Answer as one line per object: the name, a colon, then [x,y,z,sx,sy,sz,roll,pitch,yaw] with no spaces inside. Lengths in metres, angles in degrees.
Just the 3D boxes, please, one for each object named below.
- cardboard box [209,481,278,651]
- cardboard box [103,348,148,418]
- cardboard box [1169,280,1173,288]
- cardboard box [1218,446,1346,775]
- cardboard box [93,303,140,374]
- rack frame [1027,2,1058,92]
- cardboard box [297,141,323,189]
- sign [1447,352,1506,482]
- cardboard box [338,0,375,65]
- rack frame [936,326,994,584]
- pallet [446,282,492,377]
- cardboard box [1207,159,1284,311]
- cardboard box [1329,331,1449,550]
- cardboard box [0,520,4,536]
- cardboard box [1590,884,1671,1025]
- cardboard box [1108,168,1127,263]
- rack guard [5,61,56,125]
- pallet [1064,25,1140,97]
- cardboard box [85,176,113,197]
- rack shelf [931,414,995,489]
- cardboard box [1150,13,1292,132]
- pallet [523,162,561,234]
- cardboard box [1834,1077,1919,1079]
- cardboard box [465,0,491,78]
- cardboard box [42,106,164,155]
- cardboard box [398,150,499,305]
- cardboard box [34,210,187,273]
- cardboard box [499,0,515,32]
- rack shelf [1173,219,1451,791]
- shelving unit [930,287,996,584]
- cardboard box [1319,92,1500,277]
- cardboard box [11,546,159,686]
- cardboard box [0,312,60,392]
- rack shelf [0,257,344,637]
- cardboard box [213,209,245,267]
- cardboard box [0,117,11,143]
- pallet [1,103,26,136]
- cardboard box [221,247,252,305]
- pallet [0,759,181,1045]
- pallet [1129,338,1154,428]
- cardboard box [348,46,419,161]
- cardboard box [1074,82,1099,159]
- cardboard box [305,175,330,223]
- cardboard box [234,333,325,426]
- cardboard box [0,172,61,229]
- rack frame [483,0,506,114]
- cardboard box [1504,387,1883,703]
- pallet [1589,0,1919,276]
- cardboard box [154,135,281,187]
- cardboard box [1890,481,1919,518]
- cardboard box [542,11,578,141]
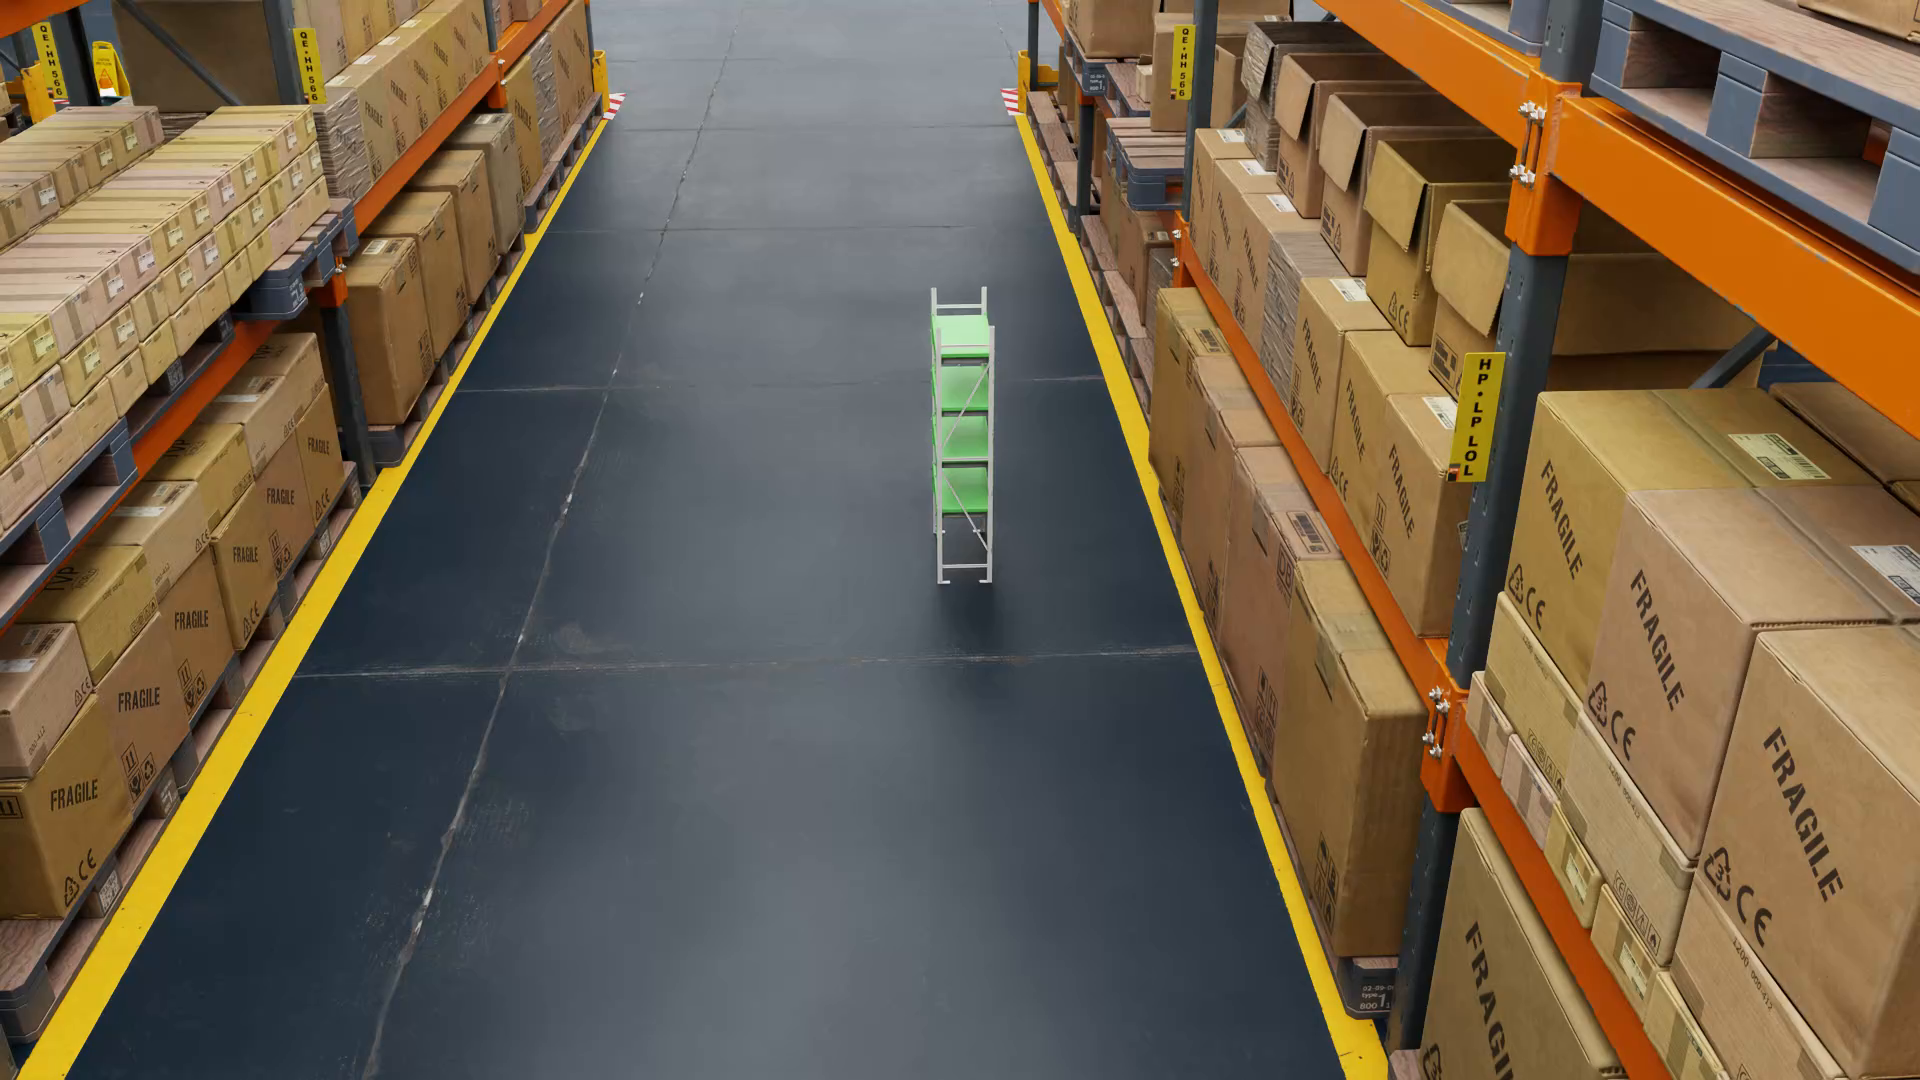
cardboard box: [-3.055,0.106,6.552,0.500,0.500,0.500,-3,28,-5]
cardboard box: [-2.826,-0.495,5.273,0.380,0.149,0.250,-3,28,-5]
cardboard box: [1.485,-1.066,8.778,0.700,0.500,0.500,-3,28,-5]
cardboard box: [1.648,0.225,5.919,1.225,0.875,0.875,-2,28,-4]
cardboard box: [-2.830,-0.633,5.216,0.380,0.149,0.250,0,28,-1]
rack frame: [1.123,-5.365,14.793,1.000,3.000,0.127,-1,28,-3]
cardboard box: [-2.938,-1.587,7.045,0.380,0.149,0.250,-1,28,-2]
sign: [1.208,-0.284,3.884,0.100,0.325,0.005,-1,28,-3]
cardboard box: [-3.488,-2.763,8.615,0.700,0.500,0.500,-2,28,-3]
rack frame: [0.021,-0.343,7.110,0.240,1.200,0.015,-1,28,-3]
pallet: [-3.445,-1.289,9.993,1.003,0.211,1.213,-1,28,-3]
cardboard box: [1.323,-1.246,6.787,0.500,0.500,0.500,-2,28,-4]
cardboard box: [1.433,-0.306,4.984,0.500,0.500,0.500,-1,28,-1]
cardboard box: [-2.770,-0.018,4.358,0.380,0.149,0.250,-3,28,-5]
cardboard box: [1.476,0.797,3.250,0.380,0.149,0.250,-2,28,-4]
cardboard box: [1.348,-2.100,10.759,0.700,0.500,0.500,-2,28,-3]
rack guard: [-8.770,-3.982,14.845,1.175,0.500,0.348,-1,28,-3]
pallet: [1.226,-3.076,10.612,1.003,0.211,1.213,-1,28,-3]
cardboard box: [-3.560,-1.328,6.548,0.380,0.149,0.250,-2,28,-4]
rack shelf: [0.009,-0.399,7.356,0.258,0.148,0.480,-1,28,-3]
cardboard box: [1.343,-2.405,8.555,0.700,0.500,0.500,3,28,5]
pallet: [-3.588,-2.561,12.433,1.003,0.211,1.213,-1,28,-3]
cardboard box: [1.584,1.031,2.369,0.500,0.250,0.500,-1,28,-3]
cardboard box: [-3.333,-3.254,10.638,0.500,0.500,0.500,-2,28,-3]
cardboard box: [-3.587,-1.716,6.970,0.380,0.149,0.250,-1,28,-3]
cardboard box: [-3.458,-1.903,10.134,1.050,0.750,0.750,-1,28,-3]
cardboard box: [-2.857,-1.003,5.604,0.380,0.149,0.250,-1,28,-1]
cardboard box: [-3.709,-3.935,11.888,0.875,0.550,0.550,-1,28,-3]
rack shelf: [1.645,-0.428,6.105,1.077,0.370,4.000,-1,28,-3]
shelving unit: [0.009,-0.456,7.326,0.258,1.200,0.503,-1,28,-3]
cardboard box: [1.635,-1.211,5.635,0.797,0.503,0.637,-1,28,-1]
cardboard box: [-3.014,0.246,5.473,0.500,0.250,0.500,-1,28,-1]
cardboard box: [-2.802,-0.529,4.695,0.380,0.149,0.250,-1,28,-2]
rack shelf: [-3.314,-0.355,5.965,1.077,0.370,4.000,-1,28,-3]
cardboard box: [-2.882,-1.112,6.134,0.380,0.149,0.250,-2,28,-3]
cardboard box: [-6.789,-2.563,11.304,0.500,0.500,0.500,-1,28,-3]
pallet: [-8.763,-3.478,14.191,1.003,0.211,1.213,-1,28,-3]
cardboard box: [-2.883,-0.983,6.208,0.380,0.149,0.250,-3,28,-5]
pallet: [-3.251,1.127,5.361,1.003,0.211,1.213,-1,28,-3]
pallet: [1.501,-0.795,9.046,1.003,0.211,1.213,-1,28,-3]
cardboard box: [-3.227,-2.323,8.853,0.500,0.500,0.500,-1,28,-3]
cardboard box: [1.202,-3.330,13.141,0.500,0.500,0.500,-4,28,-7]
cardboard box: [-2.933,-1.455,7.115,0.380,0.149,0.250,-1,28,-2]
cardboard box: [-3.121,-0.698,7.283,0.500,0.250,0.500,-2,28,-4]
cardboard box: [-3.533,-1.233,6.045,0.380,0.149,0.250,0,28,0]
rack frame: [-3.627,-3.445,11.111,1.000,3.000,0.127,-1,28,-3]
cardboard box: [1.519,0.006,3.524,0.500,0.500,0.500,-1,28,-3]
pallet: [1.782,-0.736,2.769,1.003,0.211,1.213,-1,28,-3]
cardboard box: [-2.910,-1.484,6.525,0.380,0.149,0.250,-1,28,-1]
cardboard box: [2.062,0.216,3.121,0.500,0.500,0.500,-1,28,-2]
cardboard box: [-3.686,-3.818,13.670,0.875,0.875,0.875,-2,28,-3]
